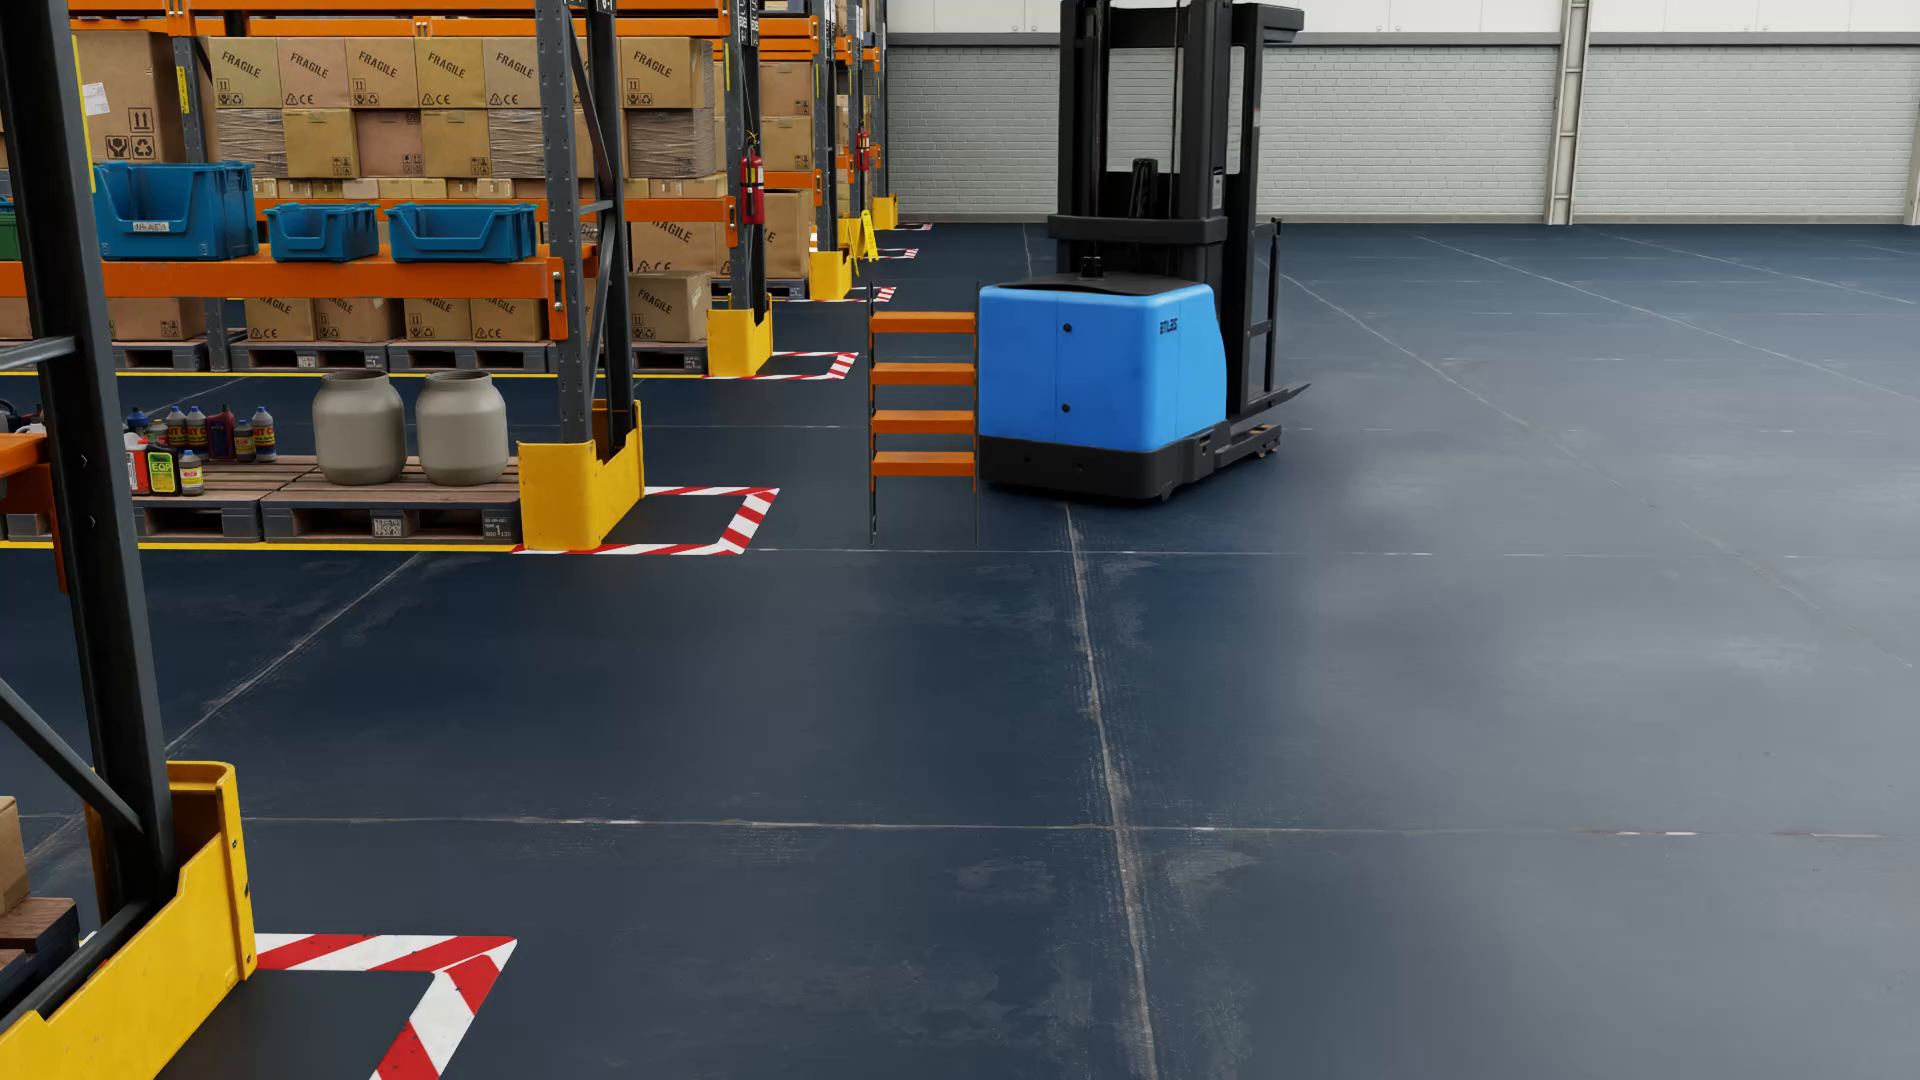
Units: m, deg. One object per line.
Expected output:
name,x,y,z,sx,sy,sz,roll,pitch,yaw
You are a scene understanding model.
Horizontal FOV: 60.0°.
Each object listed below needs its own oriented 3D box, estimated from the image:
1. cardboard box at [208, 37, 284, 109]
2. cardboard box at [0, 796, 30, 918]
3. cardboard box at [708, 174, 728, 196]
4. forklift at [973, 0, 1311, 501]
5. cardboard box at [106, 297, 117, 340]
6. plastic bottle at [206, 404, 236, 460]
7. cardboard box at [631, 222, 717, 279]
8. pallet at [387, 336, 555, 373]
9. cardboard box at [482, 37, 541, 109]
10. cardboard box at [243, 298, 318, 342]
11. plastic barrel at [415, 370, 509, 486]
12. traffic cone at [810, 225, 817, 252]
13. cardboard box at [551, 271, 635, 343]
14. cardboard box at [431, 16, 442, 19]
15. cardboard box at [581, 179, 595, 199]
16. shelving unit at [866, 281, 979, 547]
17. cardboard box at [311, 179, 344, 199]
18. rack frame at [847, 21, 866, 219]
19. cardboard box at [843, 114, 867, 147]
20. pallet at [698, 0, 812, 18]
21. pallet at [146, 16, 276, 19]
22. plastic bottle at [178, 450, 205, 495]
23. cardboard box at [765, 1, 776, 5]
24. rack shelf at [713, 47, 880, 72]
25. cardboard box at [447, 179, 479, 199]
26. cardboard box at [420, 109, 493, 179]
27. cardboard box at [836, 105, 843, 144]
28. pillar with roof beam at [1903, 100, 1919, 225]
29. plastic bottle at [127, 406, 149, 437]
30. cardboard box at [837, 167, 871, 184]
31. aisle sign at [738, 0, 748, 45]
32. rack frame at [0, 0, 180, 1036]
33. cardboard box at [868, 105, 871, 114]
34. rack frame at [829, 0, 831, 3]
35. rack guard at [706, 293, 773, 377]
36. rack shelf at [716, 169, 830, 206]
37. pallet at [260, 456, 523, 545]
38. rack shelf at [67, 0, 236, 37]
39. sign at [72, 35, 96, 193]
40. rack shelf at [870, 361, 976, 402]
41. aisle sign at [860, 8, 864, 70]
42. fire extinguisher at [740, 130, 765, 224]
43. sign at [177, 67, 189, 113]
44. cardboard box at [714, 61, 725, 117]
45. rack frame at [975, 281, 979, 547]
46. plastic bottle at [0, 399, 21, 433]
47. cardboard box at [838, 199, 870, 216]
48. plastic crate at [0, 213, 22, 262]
cardboard box,-5.190,-3.458,12.327,0.500,0.500,0.500,0,15,1
cardboard box,-2.421,0.769,3.614,0.500,0.250,0.500,0,15,1
cardboard box,-1.913,-2.765,12.933,0.250,0.149,0.380,0,15,1
forklift,1.243,-1.943,9.457,1.130,2.935,3.031,8,17,29
cardboard box,-6.722,-1.872,13.091,0.500,0.500,0.700,0,15,1
plastic bottle,-3.791,-0.558,8.536,0.133,0.283,0.061,1,15,2
cardboard box,-2.966,-3.257,17.646,0.875,0.875,0.875,0,15,1
pallet,-3.738,-1.499,13.108,1.213,0.211,1.003,0,15,1
cardboard box,-3.190,-3.446,12.282,0.500,0.500,0.500,0,15,1
cardboard box,-5.234,-1.832,12.979,0.500,0.500,0.500,0,15,0
plastic barrel,-2.421,-0.546,8.082,0.421,0.512,0.421,0,15,0
traffic cone,-1.844,-3.798,21.330,0.334,0.463,0.336,0,15,1
cardboard box,-2.856,-1.822,12.942,0.500,0.500,0.500,4,15,16
cardboard box,-6.983,-6.933,21.830,0.500,0.250,0.500,1,15,2
cardboard box,-2.675,-2.648,12.488,0.250,0.149,0.380,0,15,1
shelving unit,-0.165,-0.581,7.691,0.503,1.200,0.258,0,15,1
cardboard box,-4.675,-2.652,12.503,0.250,0.149,0.380,0,15,1
rack frame,-1.381,-5.351,22.243,0.127,3.000,1.000,0,15,1
cardboard box,-1.757,-6.602,26.786,0.500,0.500,0.500,0,15,0
pallet,-2.148,-5.498,17.092,1.213,0.211,1.003,0,15,1
pallet,-7.641,-5.502,17.305,1.213,0.211,1.003,1,15,4
plastic bottle,-3.608,-0.321,7.799,0.097,0.201,0.097,0,15,0
cardboard box,-2.491,-7.016,21.602,0.250,0.149,0.380,0,15,2
rack shelf,-3.257,-7.733,26.799,4.000,0.370,1.077,0,15,1
cardboard box,-3.675,-2.654,12.512,0.250,0.149,0.380,0,15,1
cardboard box,-3.685,-3.020,12.627,0.500,0.500,0.875,0,15,1
cardboard box,-1.848,-5.617,22.472,0.500,0.500,0.500,0,15,1
pillar with roof beam,15.953,-8.537,22.558,0.400,9.000,9.100,0,15,1
plastic bottle,-4.210,-0.550,8.530,0.097,0.271,0.097,0,15,0
cardboard box,-1.726,-5.898,26.920,0.500,0.250,0.500,1,15,3
aisle sign,-1.580,-4.004,12.041,0.004,0.787,0.394,0,15,1
rack frame,-1.891,-0.298,3.088,0.127,3.000,1.000,0,15,1
cardboard box,-1.591,-7.047,27.204,0.250,0.149,0.380,0,15,0
rack frame,-1.407,-6.989,16.690,0.127,3.000,1.000,0,15,1
rack guard,-1.710,-1.616,12.985,0.348,0.500,1.175,0,15,1
rack shelf,-3.406,-3.753,17.597,4.000,0.370,1.077,0,15,1
pallet,-2.650,-0.208,8.214,1.213,0.211,1.003,0,15,1
rack shelf,-7.632,-3.966,12.521,4.000,0.370,1.077,0,15,1
sign,-1.871,-0.896,3.504,0.005,0.325,0.100,0,15,1
rack shelf,-0.165,-0.732,7.651,0.480,0.148,0.258,0,15,1
aisle sign,-1.311,-6.687,22.209,0.004,0.787,0.394,0,15,1
fire extinguisher,-1.532,-2.668,12.225,0.183,0.674,0.296,0,15,1
sign,-5.644,-3.268,12.078,0.005,0.325,0.100,0,15,1
cardboard box,-2.329,-4.675,17.270,0.550,0.550,0.875,0,15,1
rack frame,0.078,-0.580,7.685,0.015,1.200,0.240,0,15,1
plastic bottle,-4.916,-0.587,8.515,0.185,0.351,0.144,0,15,-1
cardboard box,-1.736,-5.413,27.044,0.500,0.250,0.500,0,15,2
plastic crate,-4.410,-1.404,7.696,0.662,0.188,0.450,0,15,1
